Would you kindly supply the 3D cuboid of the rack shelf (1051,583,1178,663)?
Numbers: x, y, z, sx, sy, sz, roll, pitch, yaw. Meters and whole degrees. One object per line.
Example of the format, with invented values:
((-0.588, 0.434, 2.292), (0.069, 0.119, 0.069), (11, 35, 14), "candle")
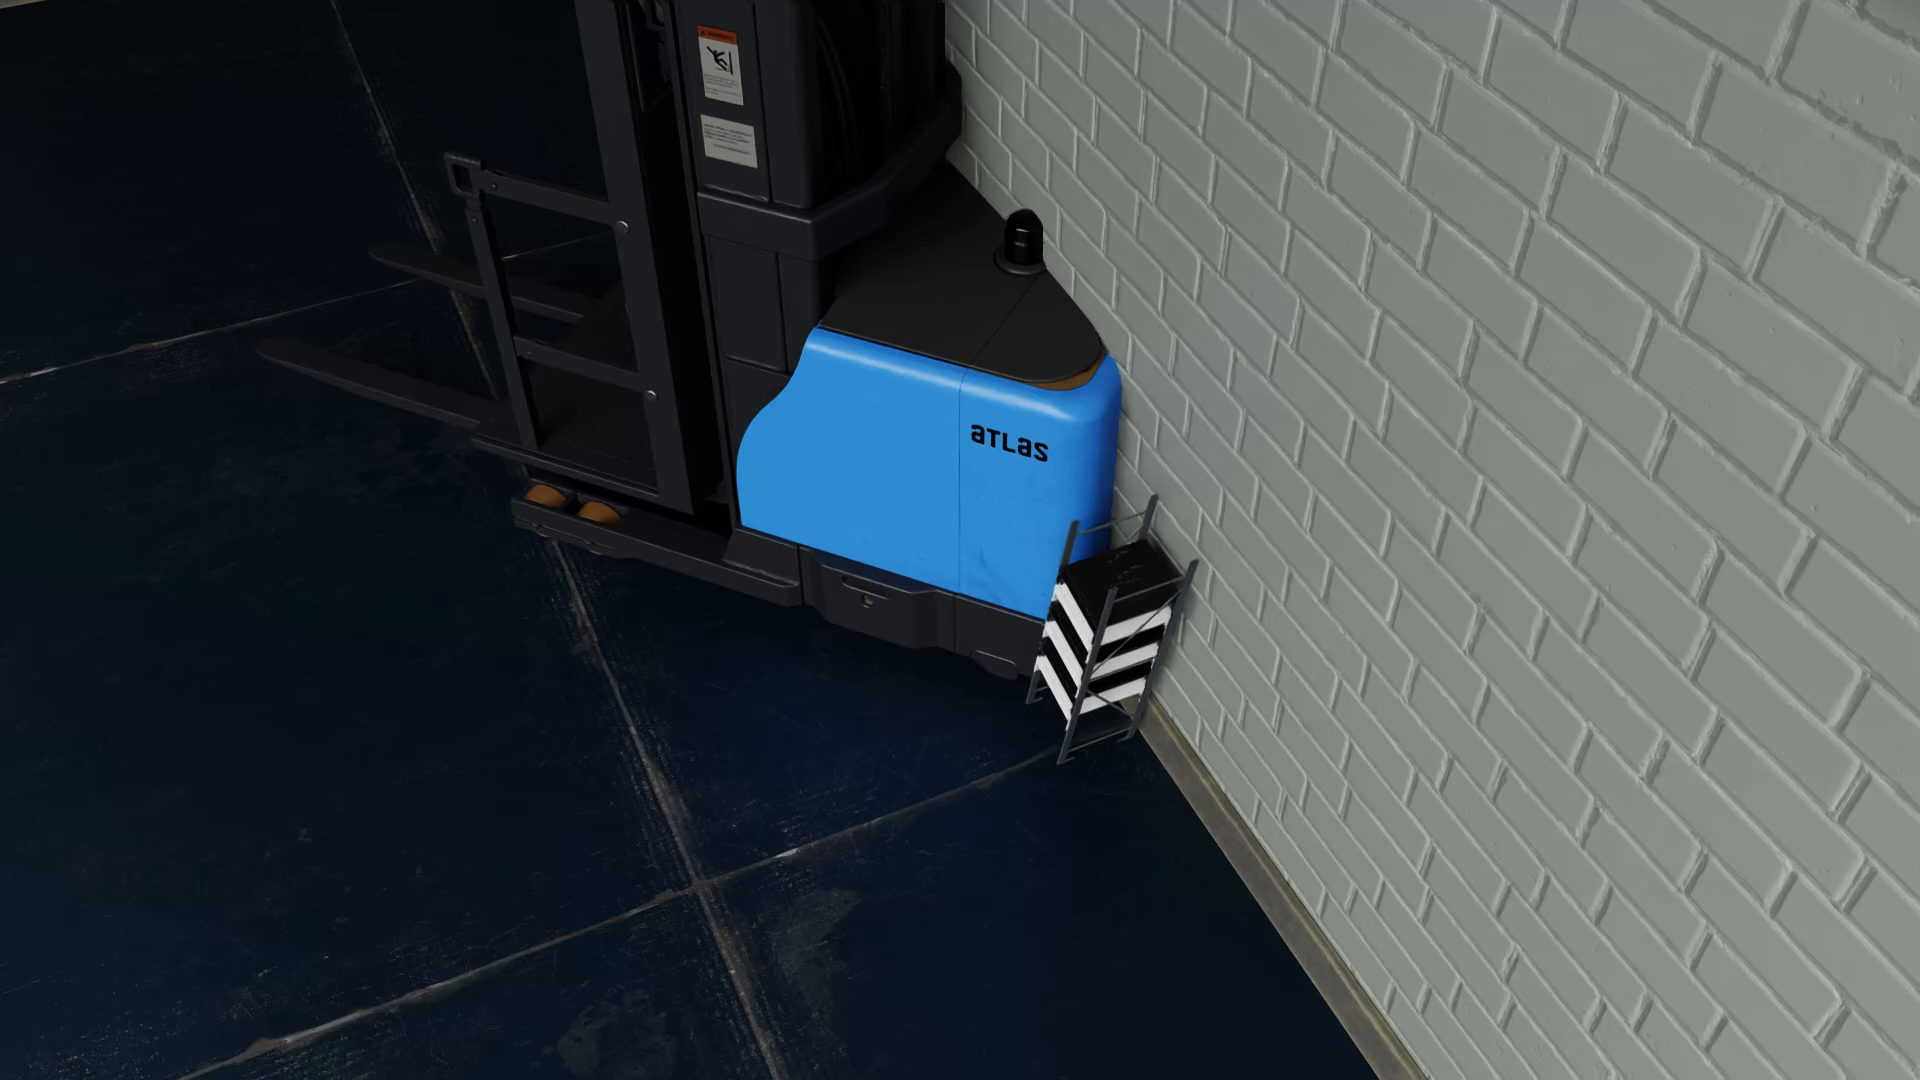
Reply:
((0.390, 0.173, 4.211), (0.258, 0.077, 0.200), (-18, 59, -17), "rack shelf")

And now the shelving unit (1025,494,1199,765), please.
((0.377, 0.256, 4.331), (0.258, 0.900, 0.210), (-18, 59, -17), "shelving unit")

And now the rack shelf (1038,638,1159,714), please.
((0.366, 0.325, 4.433), (0.258, 0.077, 0.200), (-18, 59, -17), "rack shelf")

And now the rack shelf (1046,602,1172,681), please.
((0.382, 0.224, 4.285), (0.258, 0.077, 0.200), (-18, 59, -17), "rack shelf")

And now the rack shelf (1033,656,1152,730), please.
((0.358, 0.376, 4.507), (0.258, 0.077, 0.200), (-18, 59, -17), "rack shelf")

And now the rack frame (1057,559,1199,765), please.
((0.419, 0.334, 4.282), (0.240, 0.900, 0.006), (-18, 59, -17), "rack frame")

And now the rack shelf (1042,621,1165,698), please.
((0.374, 0.275, 4.359), (0.258, 0.077, 0.200), (-18, 59, -17), "rack shelf")

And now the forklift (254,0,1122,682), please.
((-0.851, -1.320, 4.501), (3.031, 2.935, 1.130), (17, 47, 16), "forklift")

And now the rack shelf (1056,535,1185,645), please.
((0.398, 0.123, 4.137), (0.258, 0.077, 0.200), (-18, 59, -17), "rack shelf")

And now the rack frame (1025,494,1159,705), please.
((0.335, 0.177, 4.381), (0.240, 0.900, 0.006), (-18, 59, -17), "rack frame")
